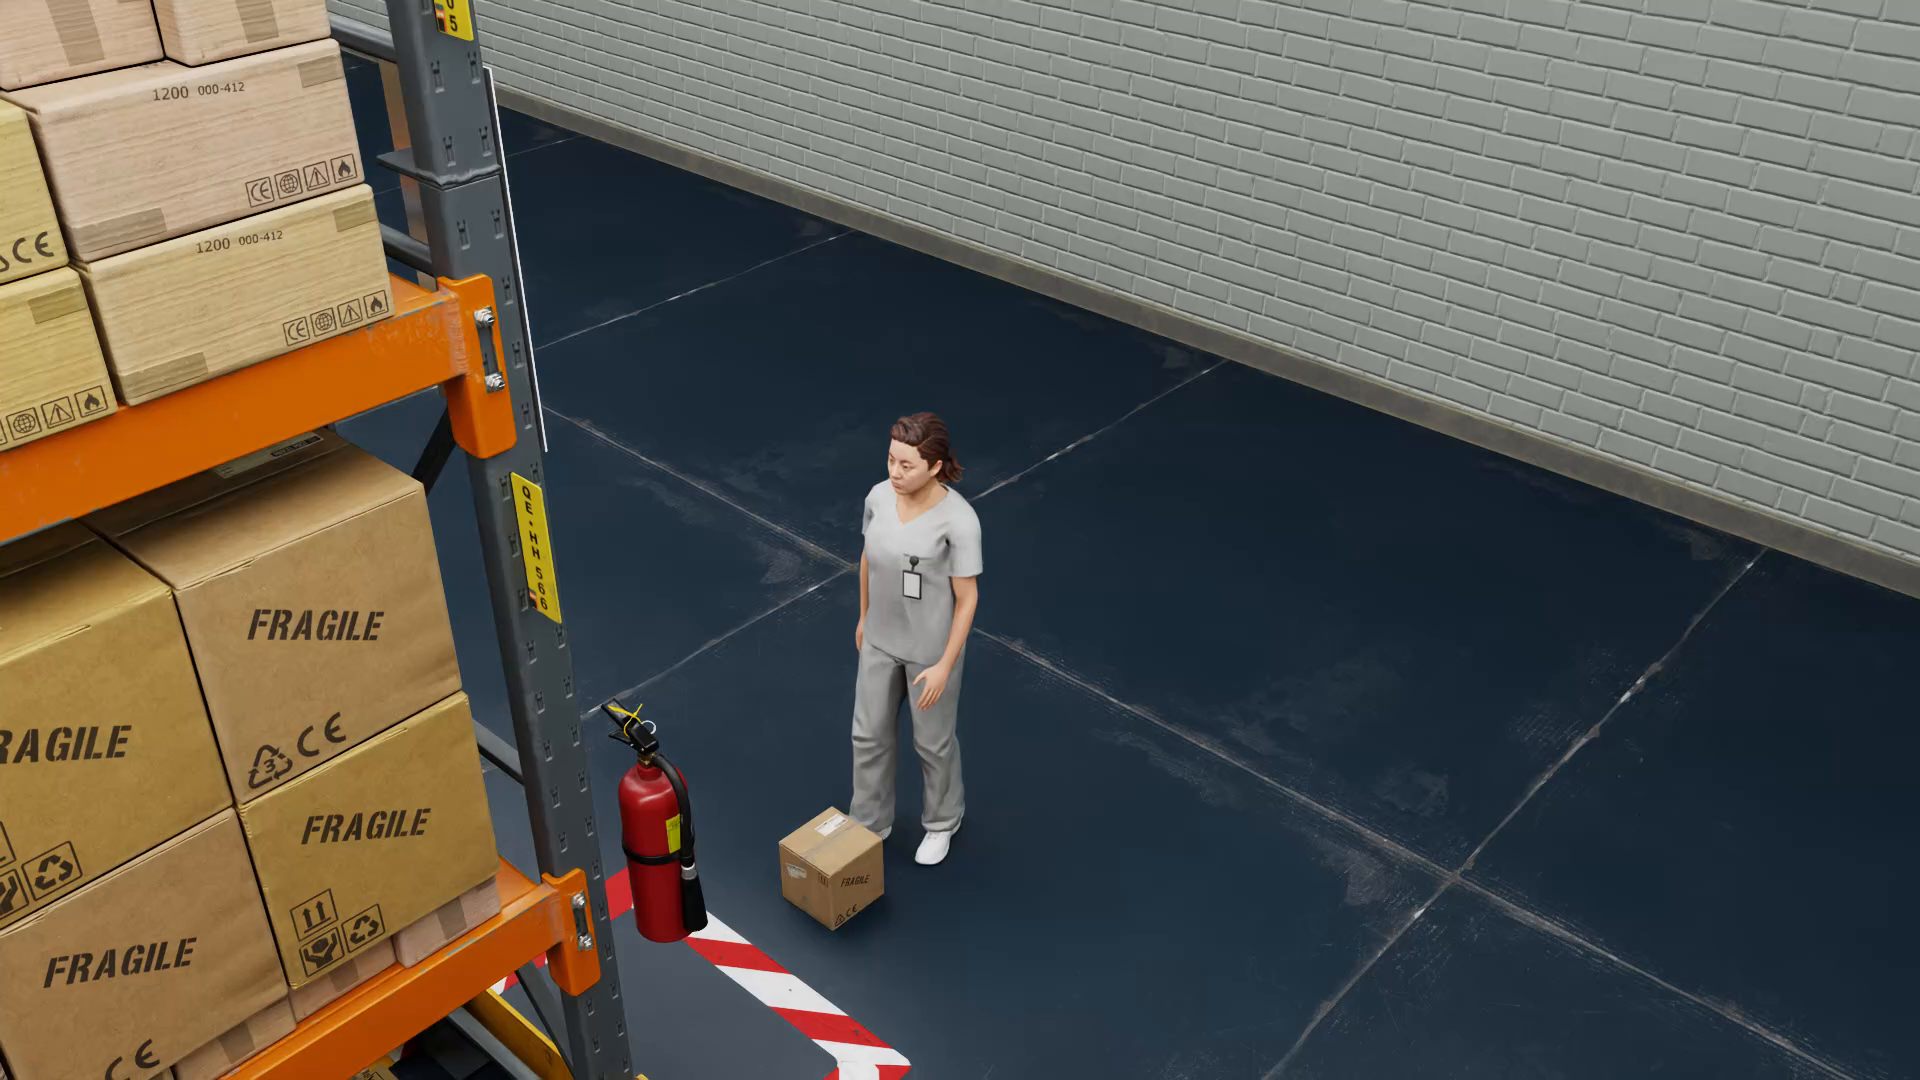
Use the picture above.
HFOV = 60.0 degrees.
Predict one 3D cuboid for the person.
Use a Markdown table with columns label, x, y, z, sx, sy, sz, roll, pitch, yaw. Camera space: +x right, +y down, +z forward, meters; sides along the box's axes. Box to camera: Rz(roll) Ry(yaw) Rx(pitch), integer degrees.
| label | x | y | z | sx | sy | sz | roll | pitch | yaw |
| --- | --- | --- | --- | --- | --- | --- | --- | --- | --- |
| person | -0.182 | 0.380 | 5.515 | 0.492 | 1.689 | 0.540 | 17 | 35 | 26 |
